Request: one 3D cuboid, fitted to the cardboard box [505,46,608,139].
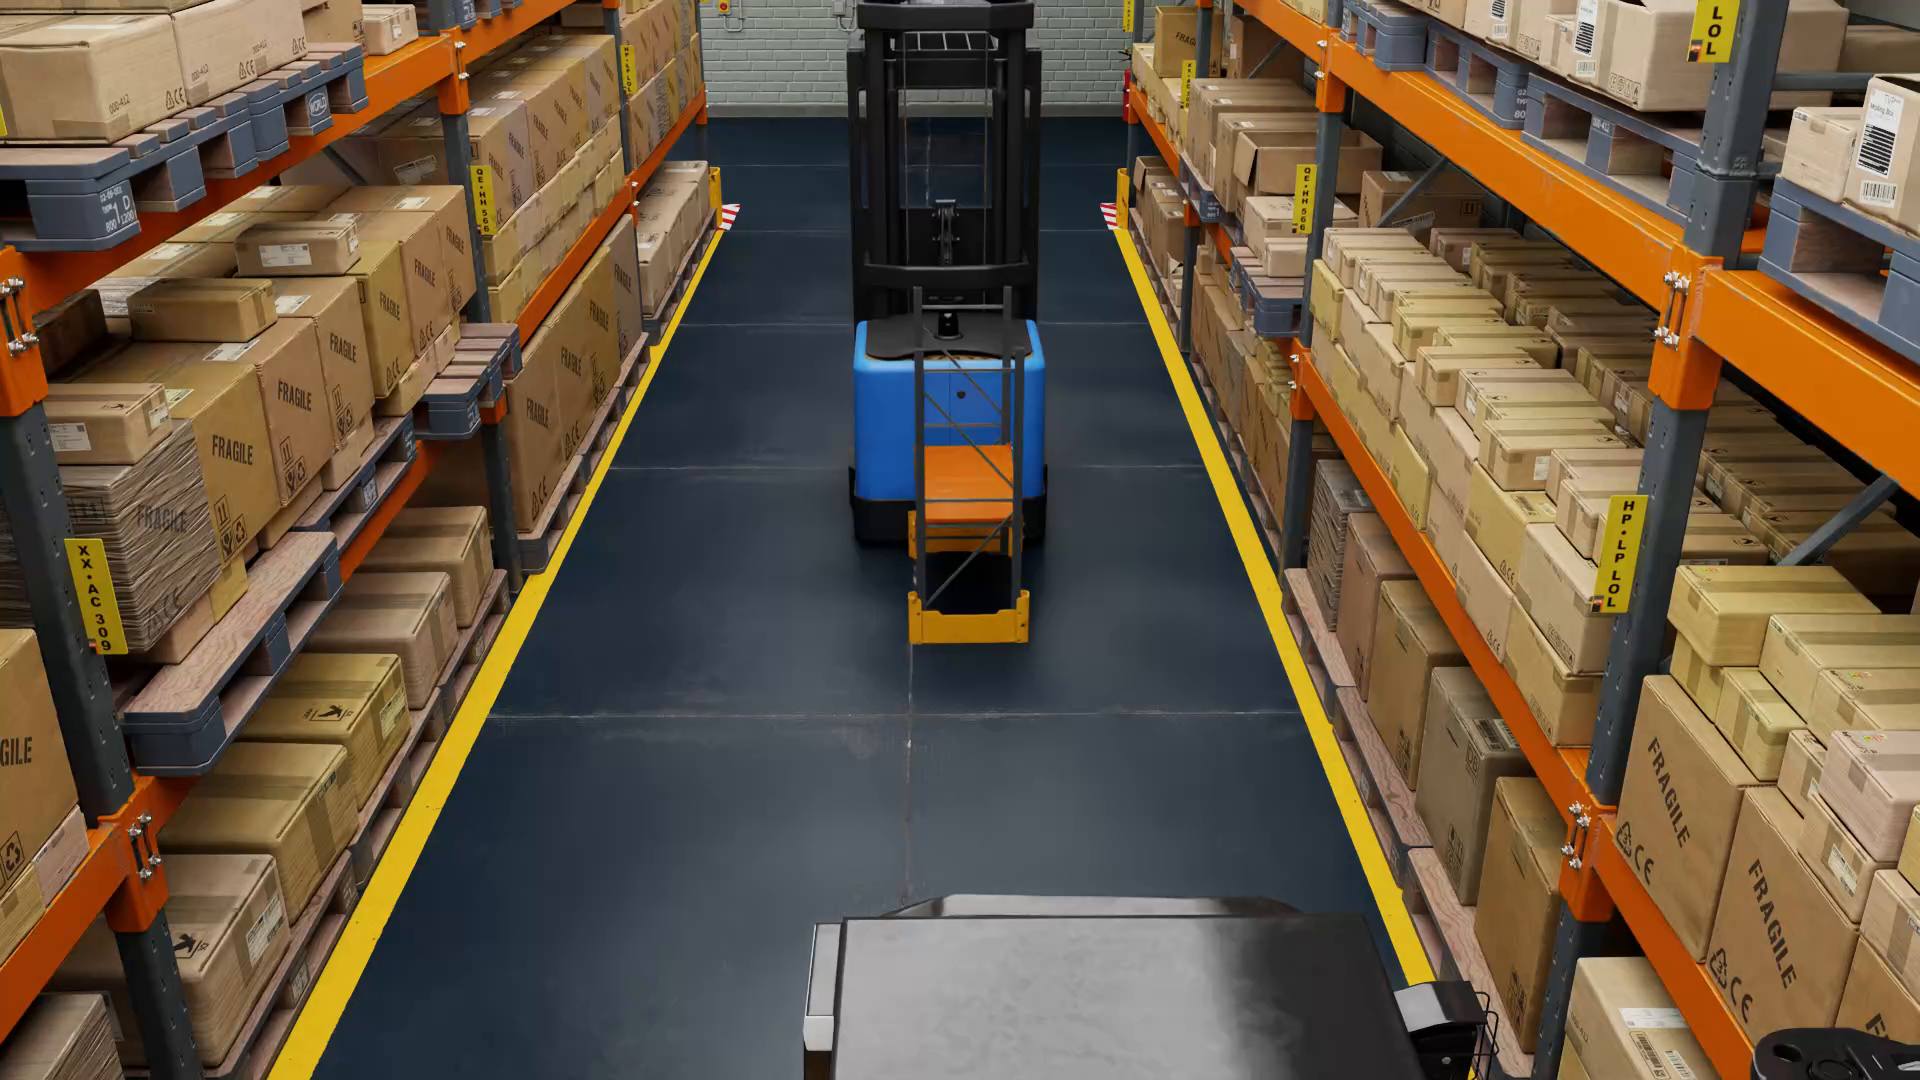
[{"bbox_3d":[-2.564,-2.855,10.588,0.500,0.500,0.500,0,24,0],"label":"cardboard box"}]

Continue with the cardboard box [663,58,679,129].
[{"bbox_3d":[-2.582,-3.615,13.481,0.500,0.500,0.500,0,24,1],"label":"cardboard box"}]

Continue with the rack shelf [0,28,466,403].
[{"bbox_3d":[-2.767,-1.317,5.754,1.077,0.370,4.000,0,24,-1],"label":"rack shelf"}]

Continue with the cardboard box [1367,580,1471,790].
[{"bbox_3d":[2.190,0.569,6.725,0.875,0.625,0.625,-1,24,-3],"label":"cardboard box"}]

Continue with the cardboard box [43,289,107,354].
[{"bbox_3d":[-3.023,-0.708,5.396,0.380,0.149,0.250,-1,24,-3],"label":"cardboard box"}]

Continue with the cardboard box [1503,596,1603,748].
[{"bbox_3d":[1.951,0.384,4.942,0.500,0.250,0.500,0,24,1],"label":"cardboard box"}]

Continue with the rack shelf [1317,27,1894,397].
[{"bbox_3d":[2.196,-1.341,5.807,1.077,0.370,4.000,0,24,-1],"label":"rack shelf"}]

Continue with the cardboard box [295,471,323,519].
[{"bbox_3d":[-2.471,-0.187,5.819,0.380,0.149,0.250,0,24,0],"label":"cardboard box"}]

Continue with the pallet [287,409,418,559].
[{"bbox_3d":[-2.727,-0.199,6.283,1.003,0.211,1.213,0,24,-1],"label":"pallet"}]

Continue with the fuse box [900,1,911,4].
[{"bbox_3d":[-0.859,-6.084,20.626,0.539,1.711,0.414,0,24,-1],"label":"fuse box"}]

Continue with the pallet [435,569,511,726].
[{"bbox_3d":[-2.782,0.491,7.909,1.003,0.211,1.213,0,24,-1],"label":"pallet"}]

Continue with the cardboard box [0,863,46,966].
[{"bbox_3d":[-2.428,0.895,3.937,0.380,0.149,0.250,0,24,1],"label":"cardboard box"}]

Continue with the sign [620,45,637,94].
[{"bbox_3d":[-2.290,-3.248,11.483,0.100,0.325,0.005,0,24,-1],"label":"sign"}]

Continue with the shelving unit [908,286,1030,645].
[{"bbox_3d":[0.028,-0.397,8.307,0.587,1.500,1.083,-1,24,-2],"label":"shelving unit"}]

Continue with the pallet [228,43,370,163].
[{"bbox_3d":[-2.660,-1.417,5.331,1.213,0.211,1.003,0,24,-1],"label":"pallet"}]

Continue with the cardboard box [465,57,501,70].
[{"bbox_3d":[-3.079,-2.652,10.140,0.500,0.500,0.500,-1,24,-2],"label":"cardboard box"}]

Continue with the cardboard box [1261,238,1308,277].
[{"bbox_3d":[1.783,-1.472,8.659,0.380,0.149,0.250,0,24,0],"label":"cardboard box"}]

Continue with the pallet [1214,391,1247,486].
[{"bbox_3d":[2.193,-0.664,10.463,1.003,0.211,1.213,0,24,-1],"label":"pallet"}]

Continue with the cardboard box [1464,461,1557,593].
[{"bbox_3d":[1.944,-0.050,5.296,0.500,0.250,0.500,-1,24,-2],"label":"cardboard box"}]

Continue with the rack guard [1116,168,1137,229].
[{"bbox_3d":[2.088,-3.252,15.834,1.175,0.500,0.348,0,24,-1],"label":"rack guard"}]

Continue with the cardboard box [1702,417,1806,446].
[{"bbox_3d":[2.453,-0.283,5.328,0.380,0.149,0.250,0,24,-1],"label":"cardboard box"}]

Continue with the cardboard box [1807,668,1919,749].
[{"bbox_3d":[2.030,0.391,3.476,0.380,0.149,0.250,-1,24,-2],"label":"cardboard box"}]

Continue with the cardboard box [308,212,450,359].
[{"bbox_3d":[-2.490,-1.075,6.996,0.500,0.500,0.500,-1,24,-1],"label":"cardboard box"}]

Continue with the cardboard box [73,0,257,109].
[{"bbox_3d":[-2.358,-1.395,4.727,0.500,0.250,0.500,-1,24,-1],"label":"cardboard box"}]

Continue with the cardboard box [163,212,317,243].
[{"bbox_3d":[-3.003,-1.073,6.991,0.500,0.500,0.500,1,24,2],"label":"cardboard box"}]

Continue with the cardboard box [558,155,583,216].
[{"bbox_3d":[-2.538,-2.099,9.826,0.500,0.250,0.500,0,24,0],"label":"cardboard box"}]

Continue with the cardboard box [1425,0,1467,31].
[{"bbox_3d":[1.950,-2.056,5.763,0.500,0.500,0.500,0,24,1],"label":"cardboard box"}]

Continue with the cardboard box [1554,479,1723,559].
[{"bbox_3d":[1.971,-0.065,4.844,0.380,0.149,0.250,-1,24,-1],"label":"cardboard box"}]

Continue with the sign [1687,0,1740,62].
[{"bbox_3d":[1.675,-1.217,3.651,0.100,0.325,0.005,0,24,-1],"label":"sign"}]

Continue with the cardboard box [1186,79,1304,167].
[{"bbox_3d":[1.912,-2.811,11.193,0.700,0.500,0.500,0,24,1],"label":"cardboard box"}]

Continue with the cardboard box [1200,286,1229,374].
[{"bbox_3d":[1.926,-1.407,11.244,0.500,0.500,0.500,-1,24,-1],"label":"cardboard box"}]

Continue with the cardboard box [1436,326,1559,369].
[{"bbox_3d":[2.007,-0.696,6.240,0.380,0.149,0.250,0,24,-1],"label":"cardboard box"}]

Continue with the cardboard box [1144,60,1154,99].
[{"bbox_3d":[1.837,-3.885,14.020,0.500,0.250,0.500,-1,24,-2],"label":"cardboard box"}]

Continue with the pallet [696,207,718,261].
[{"bbox_3d":[-2.789,-2.799,15.182,1.003,0.211,1.213,0,24,-1],"label":"pallet"}]

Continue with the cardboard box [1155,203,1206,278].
[{"bbox_3d":[1.981,-2.442,13.533,0.700,0.500,0.500,-1,24,-3],"label":"cardboard box"}]

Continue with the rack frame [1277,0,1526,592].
[{"bbox_3d":[2.174,-1.126,8.099,1.000,3.000,0.127,0,24,-1],"label":"rack frame"}]

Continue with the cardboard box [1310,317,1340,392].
[{"bbox_3d":[1.935,-0.873,7.723,0.500,0.250,0.500,0,24,0],"label":"cardboard box"}]

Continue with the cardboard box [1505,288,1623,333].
[{"bbox_3d":[2.434,-0.911,6.715,0.380,0.149,0.250,0,24,-1],"label":"cardboard box"}]

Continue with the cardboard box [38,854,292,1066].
[{"bbox_3d":[-2.754,1.336,5.335,0.950,0.372,0.625,0,24,0],"label":"cardboard box"}]

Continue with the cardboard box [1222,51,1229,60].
[{"bbox_3d":[2.362,-4.089,14.471,0.500,0.250,0.500,0,24,0],"label":"cardboard box"}]

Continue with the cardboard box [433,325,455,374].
[{"bbox_3d":[-2.427,-0.831,7.243,0.380,0.149,0.250,0,24,-1],"label":"cardboard box"}]

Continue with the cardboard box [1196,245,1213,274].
[{"bbox_3d":[1.868,-1.973,11.709,0.380,0.149,0.250,1,24,2],"label":"cardboard box"}]

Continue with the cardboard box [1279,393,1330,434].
[{"bbox_3d":[1.916,-0.676,8.841,0.380,0.149,0.250,-1,24,-3],"label":"cardboard box"}]

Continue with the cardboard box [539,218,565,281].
[{"bbox_3d":[-2.566,-1.664,9.471,0.500,0.250,0.500,1,24,1],"label":"cardboard box"}]

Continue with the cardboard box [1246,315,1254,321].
[{"bbox_3d":[1.977,-1.324,10.274,0.380,0.149,0.250,0,24,0],"label":"cardboard box"}]

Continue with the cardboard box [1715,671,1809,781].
[{"bbox_3d":[1.963,0.421,3.771,0.380,0.149,0.250,0,24,1],"label":"cardboard box"}]

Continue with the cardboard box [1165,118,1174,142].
[{"bbox_3d":[1.816,-3.217,13.028,0.380,0.149,0.250,-1,24,-1],"label":"cardboard box"}]

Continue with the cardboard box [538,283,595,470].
[{"bbox_3d":[-2.719,-0.978,9.840,0.875,0.875,0.875,0,24,0],"label":"cardboard box"}]

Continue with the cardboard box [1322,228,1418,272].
[{"bbox_3d":[1.883,-1.334,7.651,0.380,0.149,0.250,0,24,1],"label":"cardboard box"}]

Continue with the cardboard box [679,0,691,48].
[{"bbox_3d":[-2.598,-4.487,14.196,0.500,0.500,0.500,0,24,0],"label":"cardboard box"}]

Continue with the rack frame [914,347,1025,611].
[{"bbox_3d":[0.043,-0.183,7.835,0.500,1.500,0.032,-1,24,-2],"label":"rack frame"}]

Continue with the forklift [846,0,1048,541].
[{"bbox_3d":[-0.096,-1.895,9.884,1.130,2.935,3.031,-1,24,-2],"label":"forklift"}]

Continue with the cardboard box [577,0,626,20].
[{"bbox_3d":[-2.596,-3.784,11.854,0.380,0.149,0.250,0,24,0],"label":"cardboard box"}]

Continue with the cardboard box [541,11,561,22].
[{"bbox_3d":[-3.049,-3.781,11.849,0.380,0.149,0.250,0,24,1],"label":"cardboard box"}]

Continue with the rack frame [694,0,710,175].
[{"bbox_3d":[-2.876,-4.398,15.335,1.000,3.000,0.127,0,24,-1],"label":"rack frame"}]

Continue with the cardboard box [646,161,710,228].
[{"bbox_3d":[-2.769,-3.151,15.176,0.875,0.438,0.875,-1,24,-2],"label":"cardboard box"}]
